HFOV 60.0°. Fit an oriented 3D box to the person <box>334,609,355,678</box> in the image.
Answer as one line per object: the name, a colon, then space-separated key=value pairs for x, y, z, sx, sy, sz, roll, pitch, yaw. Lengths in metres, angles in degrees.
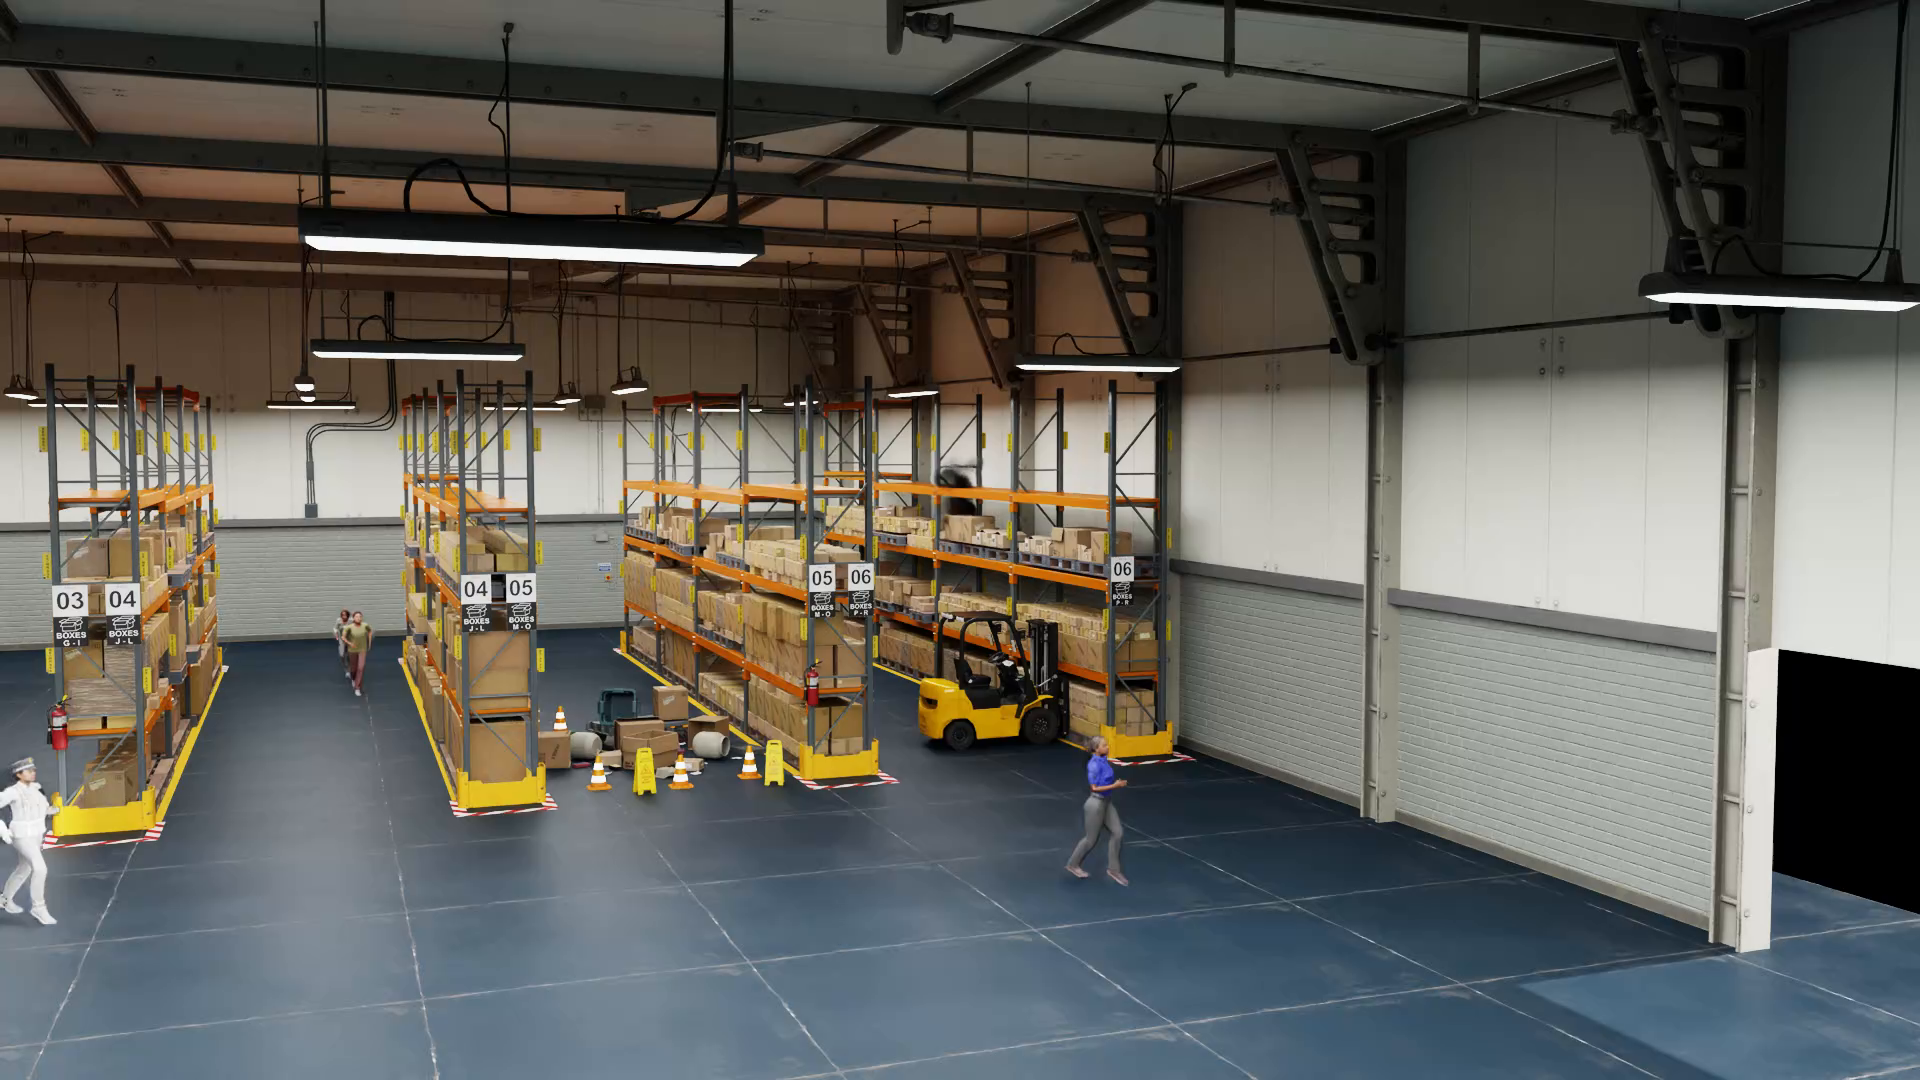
person: x=-13.138 y=2.200 z=35.705 sx=0.542 sy=1.500 sz=0.889 roll=-1 pitch=3 yaw=-10

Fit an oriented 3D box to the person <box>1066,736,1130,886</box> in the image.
person: x=1.567 y=3.067 z=18.864 sx=0.742 sy=1.713 sz=0.560 roll=2 pitch=4 yaw=27

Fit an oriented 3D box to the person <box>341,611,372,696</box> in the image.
person: x=-12.031 y=2.237 z=33.195 sx=0.601 sy=1.662 sz=0.968 roll=-2 pitch=4 yaw=-27

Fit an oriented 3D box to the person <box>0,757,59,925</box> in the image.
person: x=-9.771 y=3.140 z=17.382 sx=0.764 sy=1.747 sz=0.582 roll=0 pitch=3 yaw=5
